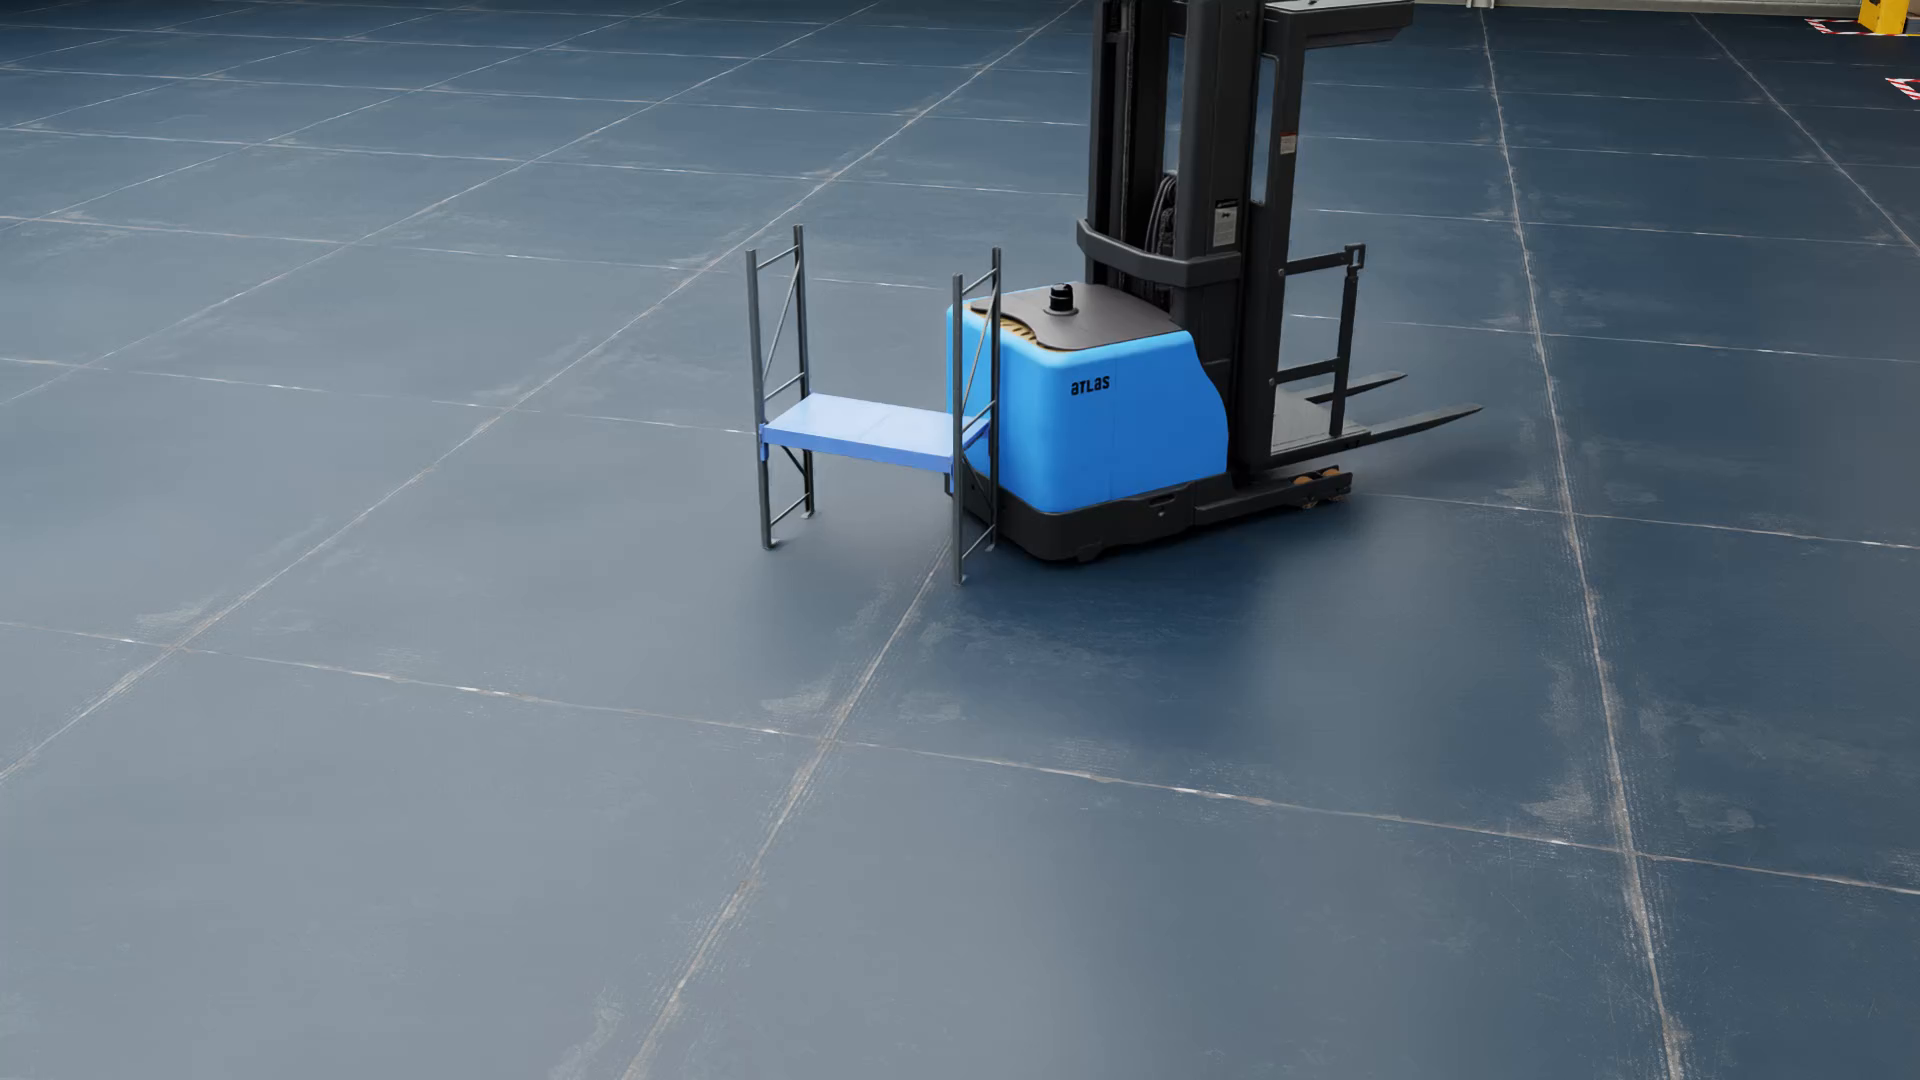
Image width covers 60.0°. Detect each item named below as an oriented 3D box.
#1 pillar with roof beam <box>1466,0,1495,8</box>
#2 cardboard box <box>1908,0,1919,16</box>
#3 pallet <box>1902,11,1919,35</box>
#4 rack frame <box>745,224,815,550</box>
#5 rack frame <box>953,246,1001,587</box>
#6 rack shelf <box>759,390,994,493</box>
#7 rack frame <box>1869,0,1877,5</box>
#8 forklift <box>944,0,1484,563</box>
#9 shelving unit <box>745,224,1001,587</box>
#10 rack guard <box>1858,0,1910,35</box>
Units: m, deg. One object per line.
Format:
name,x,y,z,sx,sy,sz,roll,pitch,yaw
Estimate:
pillar with roof beam,6.845,-10.394,19.614,0.400,9.000,9.100,6,26,13
cardboard box,13.483,-7.424,22.969,0.500,0.311,0.500,3,26,7
pallet,13.687,-7.182,23.089,1.213,0.211,1.003,6,26,13
rack frame,-0.859,-0.729,8.036,0.032,1.500,0.500,10,27,21
rack frame,0.078,-0.559,7.680,0.032,1.500,0.500,10,27,21
rack shelf,-0.391,-0.482,7.935,1.000,0.185,0.538,10,27,21
rack frame,12.835,-8.550,22.720,0.127,3.000,1.000,6,26,13
forklift,1.453,-1.665,8.337,3.031,2.935,1.130,-14,29,-27
shelving unit,-0.391,-0.644,7.858,1.048,1.500,0.538,10,27,21
rack guard,12.909,-7.414,23.241,0.348,0.500,1.175,6,26,13
